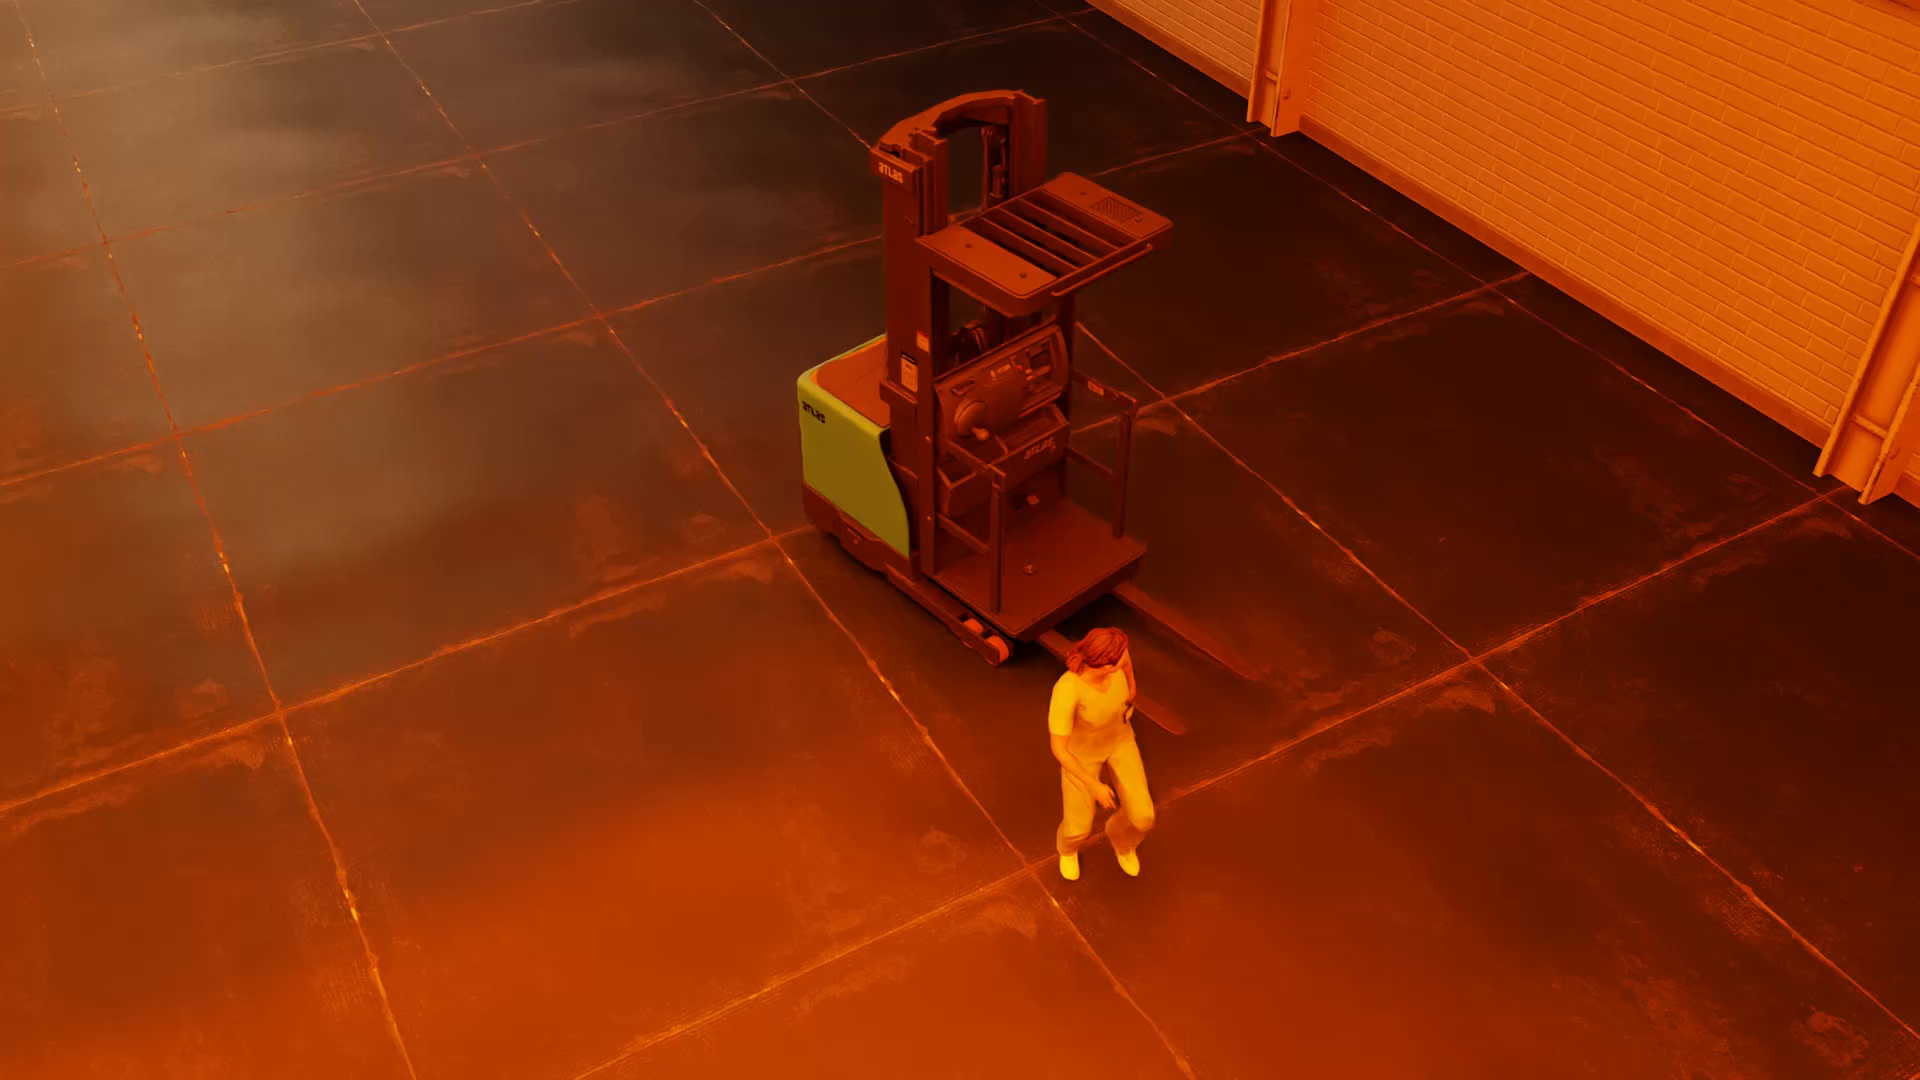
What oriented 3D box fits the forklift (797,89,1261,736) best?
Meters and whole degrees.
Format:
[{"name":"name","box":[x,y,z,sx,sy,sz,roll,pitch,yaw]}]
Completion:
[{"name":"forklift","box":[0.382,-0.787,8.985,1.130,2.935,3.031,-30,48,-31]}]

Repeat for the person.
[{"name":"person","box":[0.669,1.006,7.882,0.616,1.617,0.655,-14,42,-16]}]
